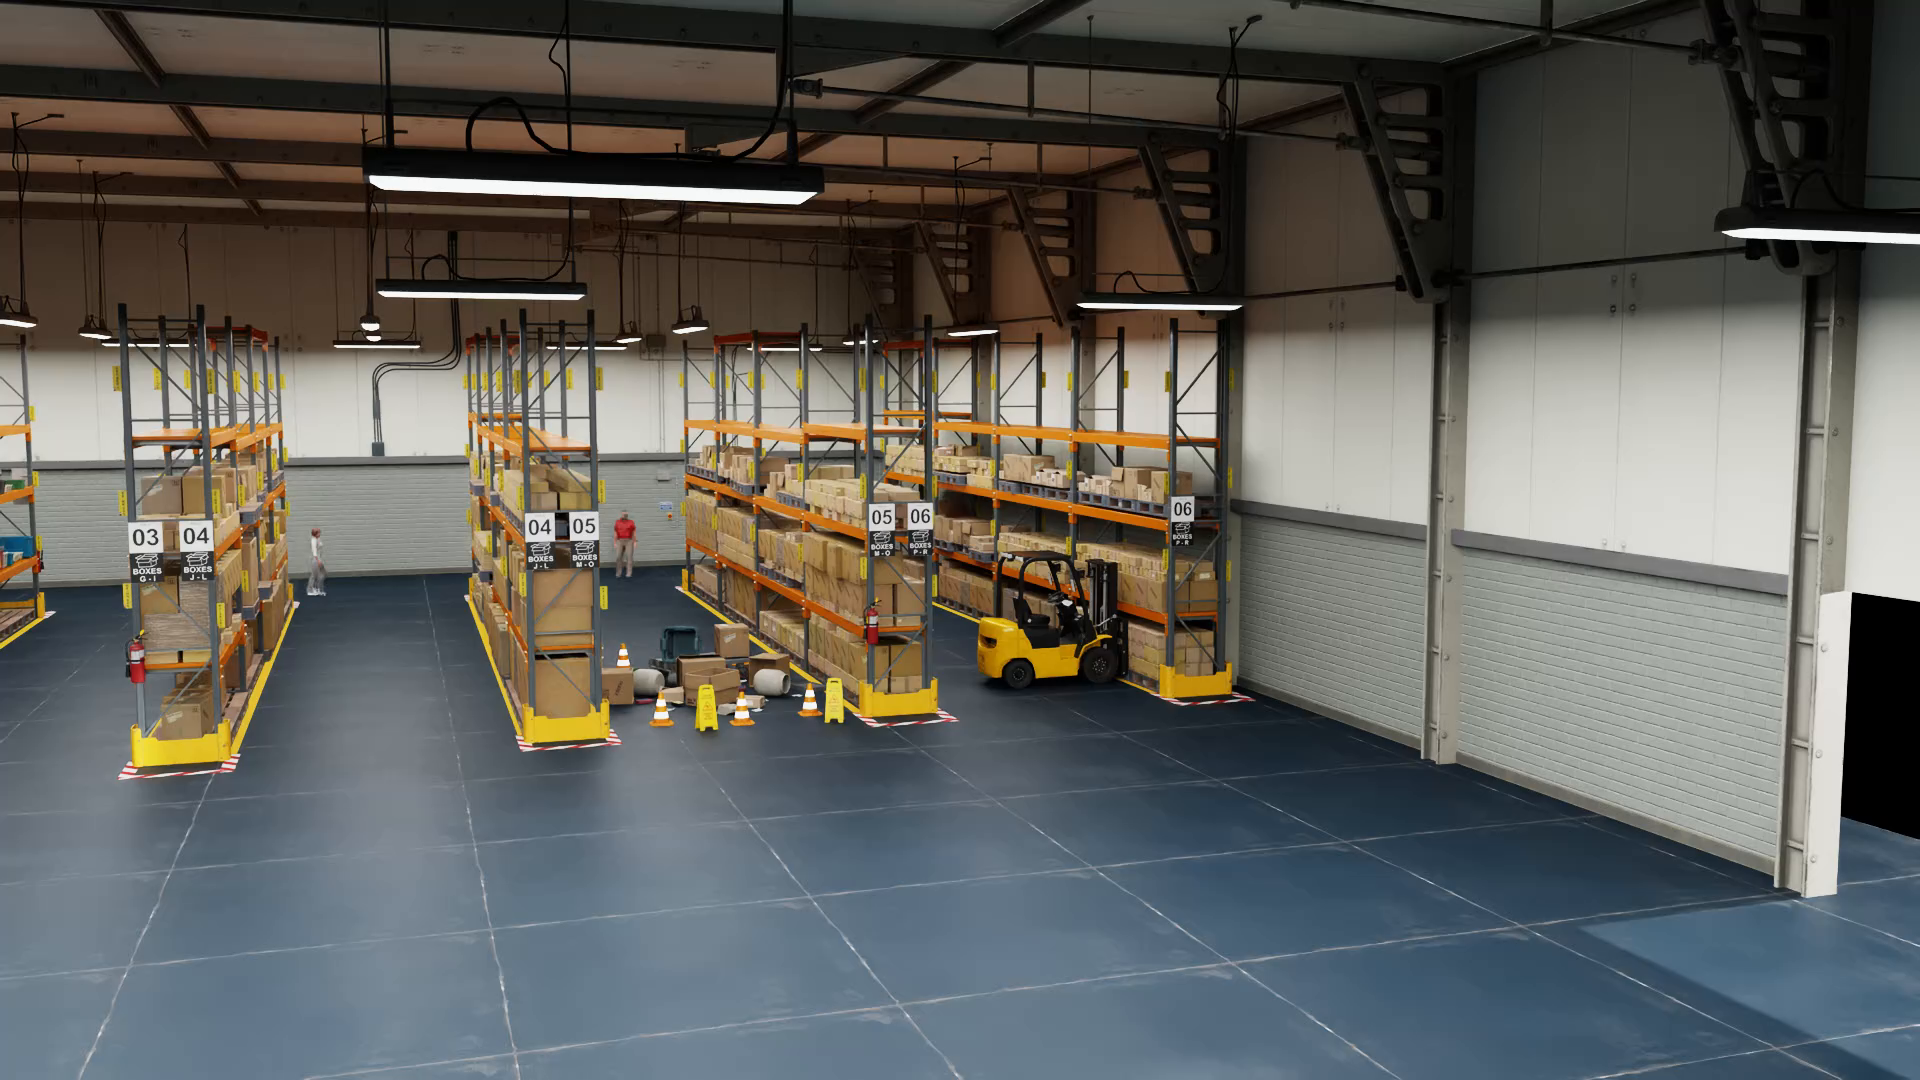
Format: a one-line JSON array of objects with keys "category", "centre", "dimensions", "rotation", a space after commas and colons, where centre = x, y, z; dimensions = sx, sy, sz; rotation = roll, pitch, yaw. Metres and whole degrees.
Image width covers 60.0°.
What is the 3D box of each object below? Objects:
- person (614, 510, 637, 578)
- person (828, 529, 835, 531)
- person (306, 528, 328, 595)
[{"category": "person", "centre": [-8.600, 0.130, 42.725], "dimensions": [0.611, 1.798, 0.383], "rotation": [0, 5, 3]}, {"category": "person", "centre": [-3.038, 0.361, 39.940], "dimensions": [0.559, 1.723, 0.420], "rotation": [3, 6, 31]}, {"category": "person", "centre": [-15.104, 0.521, 39.000], "dimensions": [0.474, 1.635, 0.456], "rotation": [-1, 6, -15]}]
